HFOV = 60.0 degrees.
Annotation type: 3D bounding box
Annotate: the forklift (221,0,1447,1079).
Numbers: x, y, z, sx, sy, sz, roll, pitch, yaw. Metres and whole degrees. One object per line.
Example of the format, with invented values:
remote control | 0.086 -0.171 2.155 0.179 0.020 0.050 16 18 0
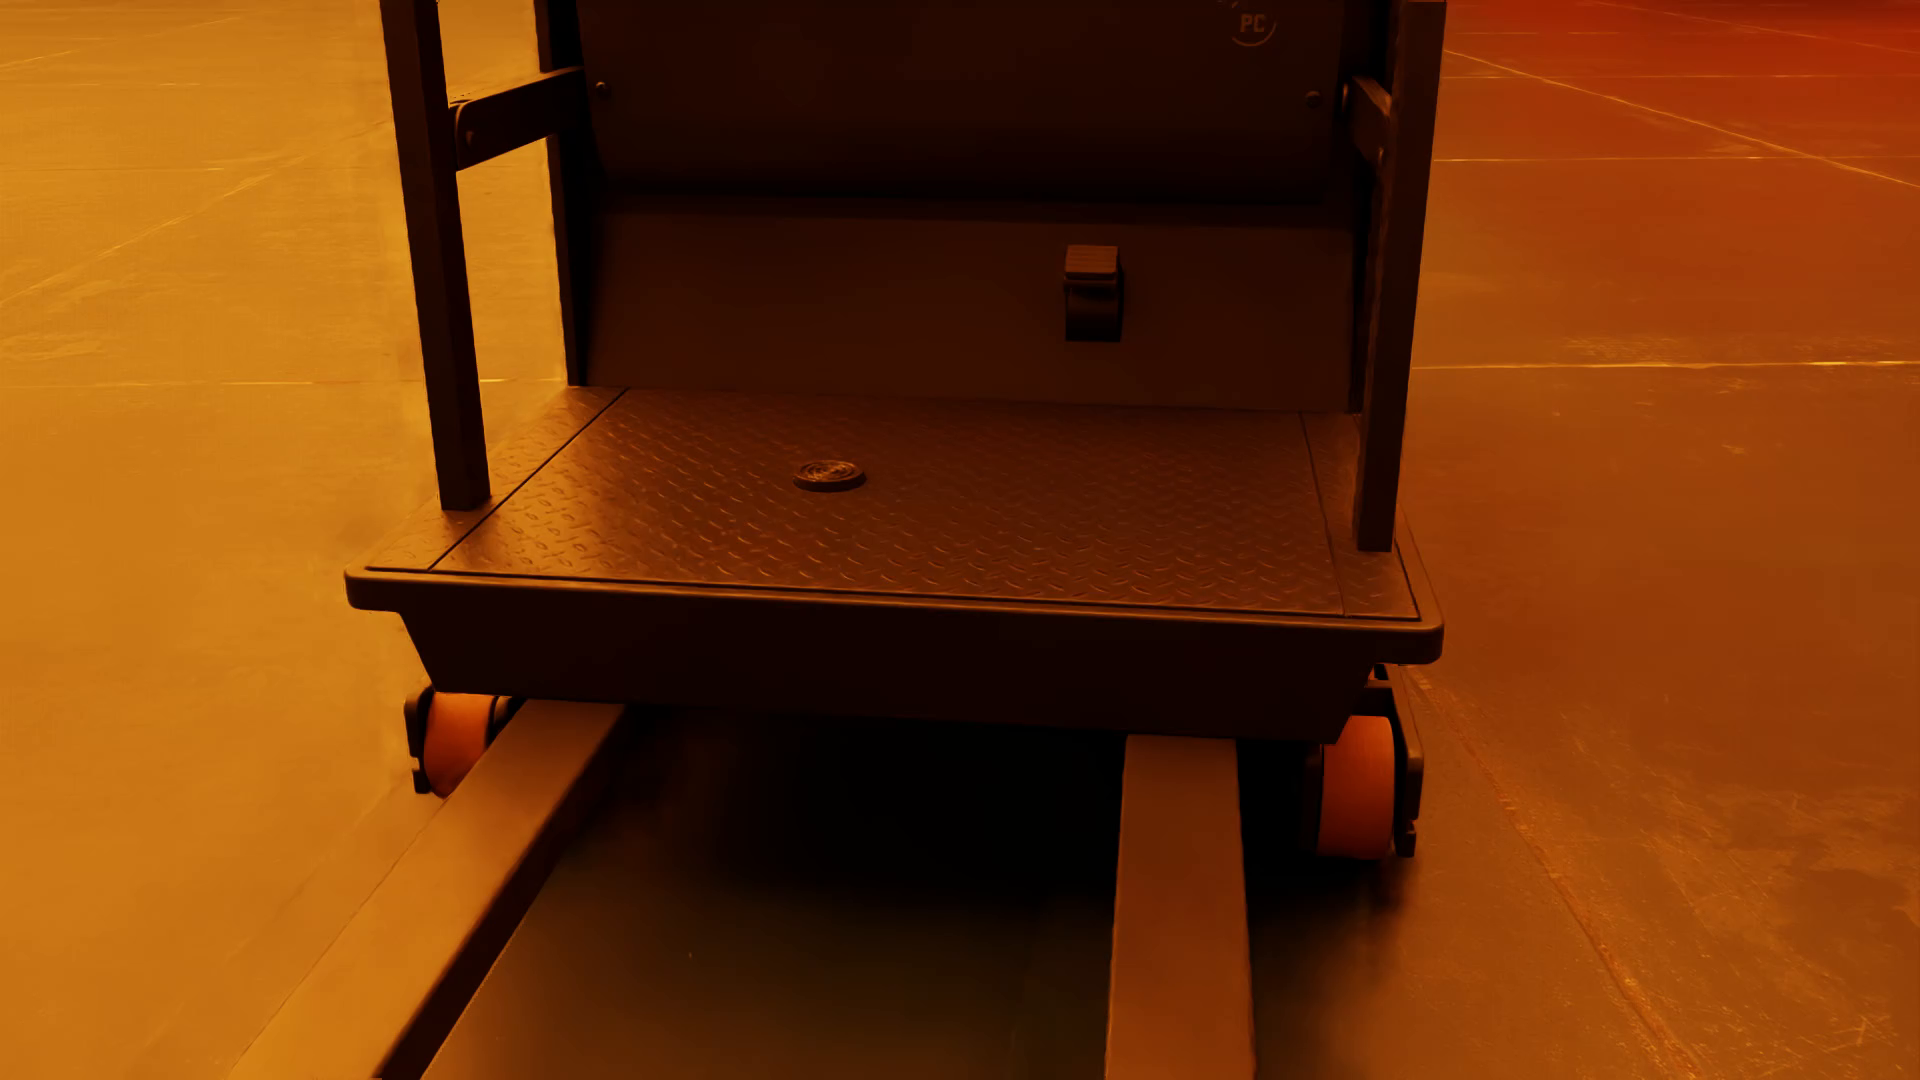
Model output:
forklift | -0.029 -1.144 1.639 1.130 2.935 3.031 3 22 7
